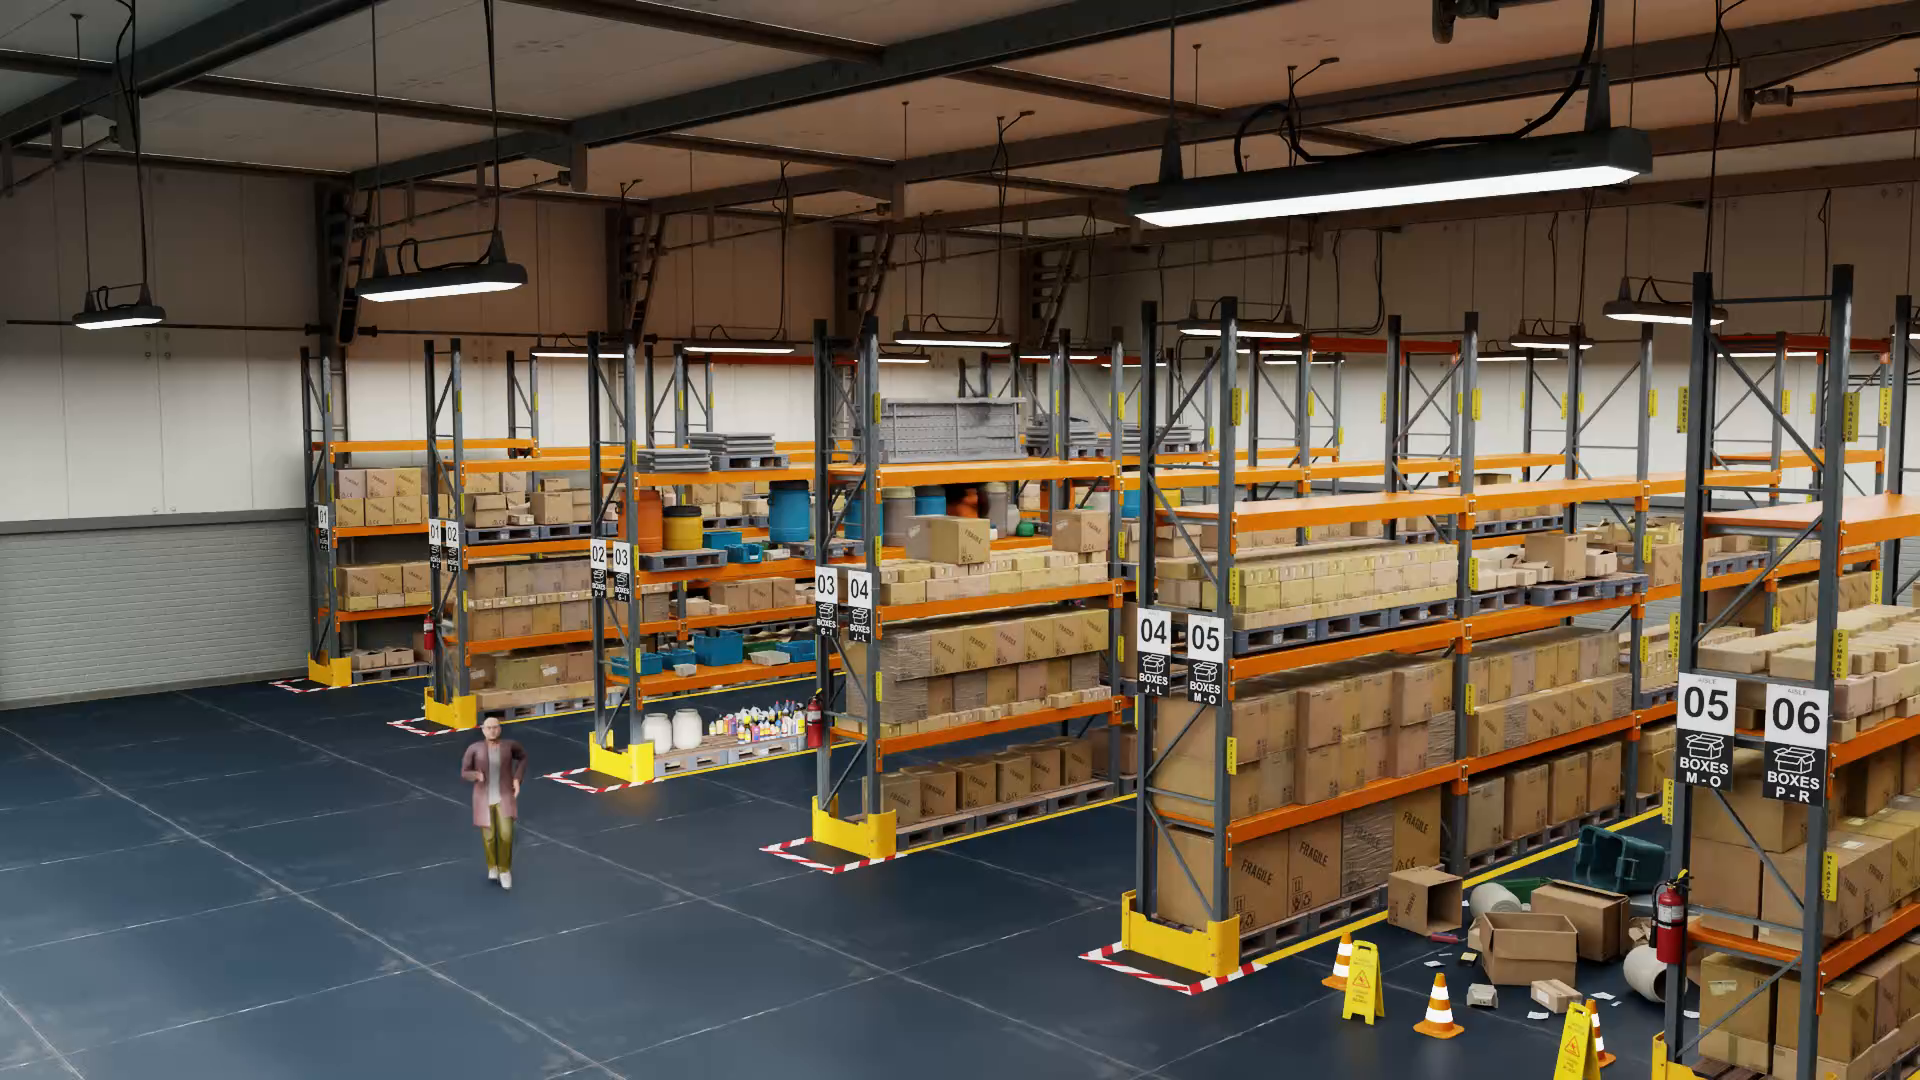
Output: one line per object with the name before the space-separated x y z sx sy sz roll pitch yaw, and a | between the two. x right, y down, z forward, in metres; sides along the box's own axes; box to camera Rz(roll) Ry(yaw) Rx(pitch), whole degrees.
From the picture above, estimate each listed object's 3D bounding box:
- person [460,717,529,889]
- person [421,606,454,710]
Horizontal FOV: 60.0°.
person | -4.864 2.760 17.401 0.688 1.814 0.733 -1 5 -14
person | -8.548 1.898 27.440 0.596 1.688 0.918 4 7 39
